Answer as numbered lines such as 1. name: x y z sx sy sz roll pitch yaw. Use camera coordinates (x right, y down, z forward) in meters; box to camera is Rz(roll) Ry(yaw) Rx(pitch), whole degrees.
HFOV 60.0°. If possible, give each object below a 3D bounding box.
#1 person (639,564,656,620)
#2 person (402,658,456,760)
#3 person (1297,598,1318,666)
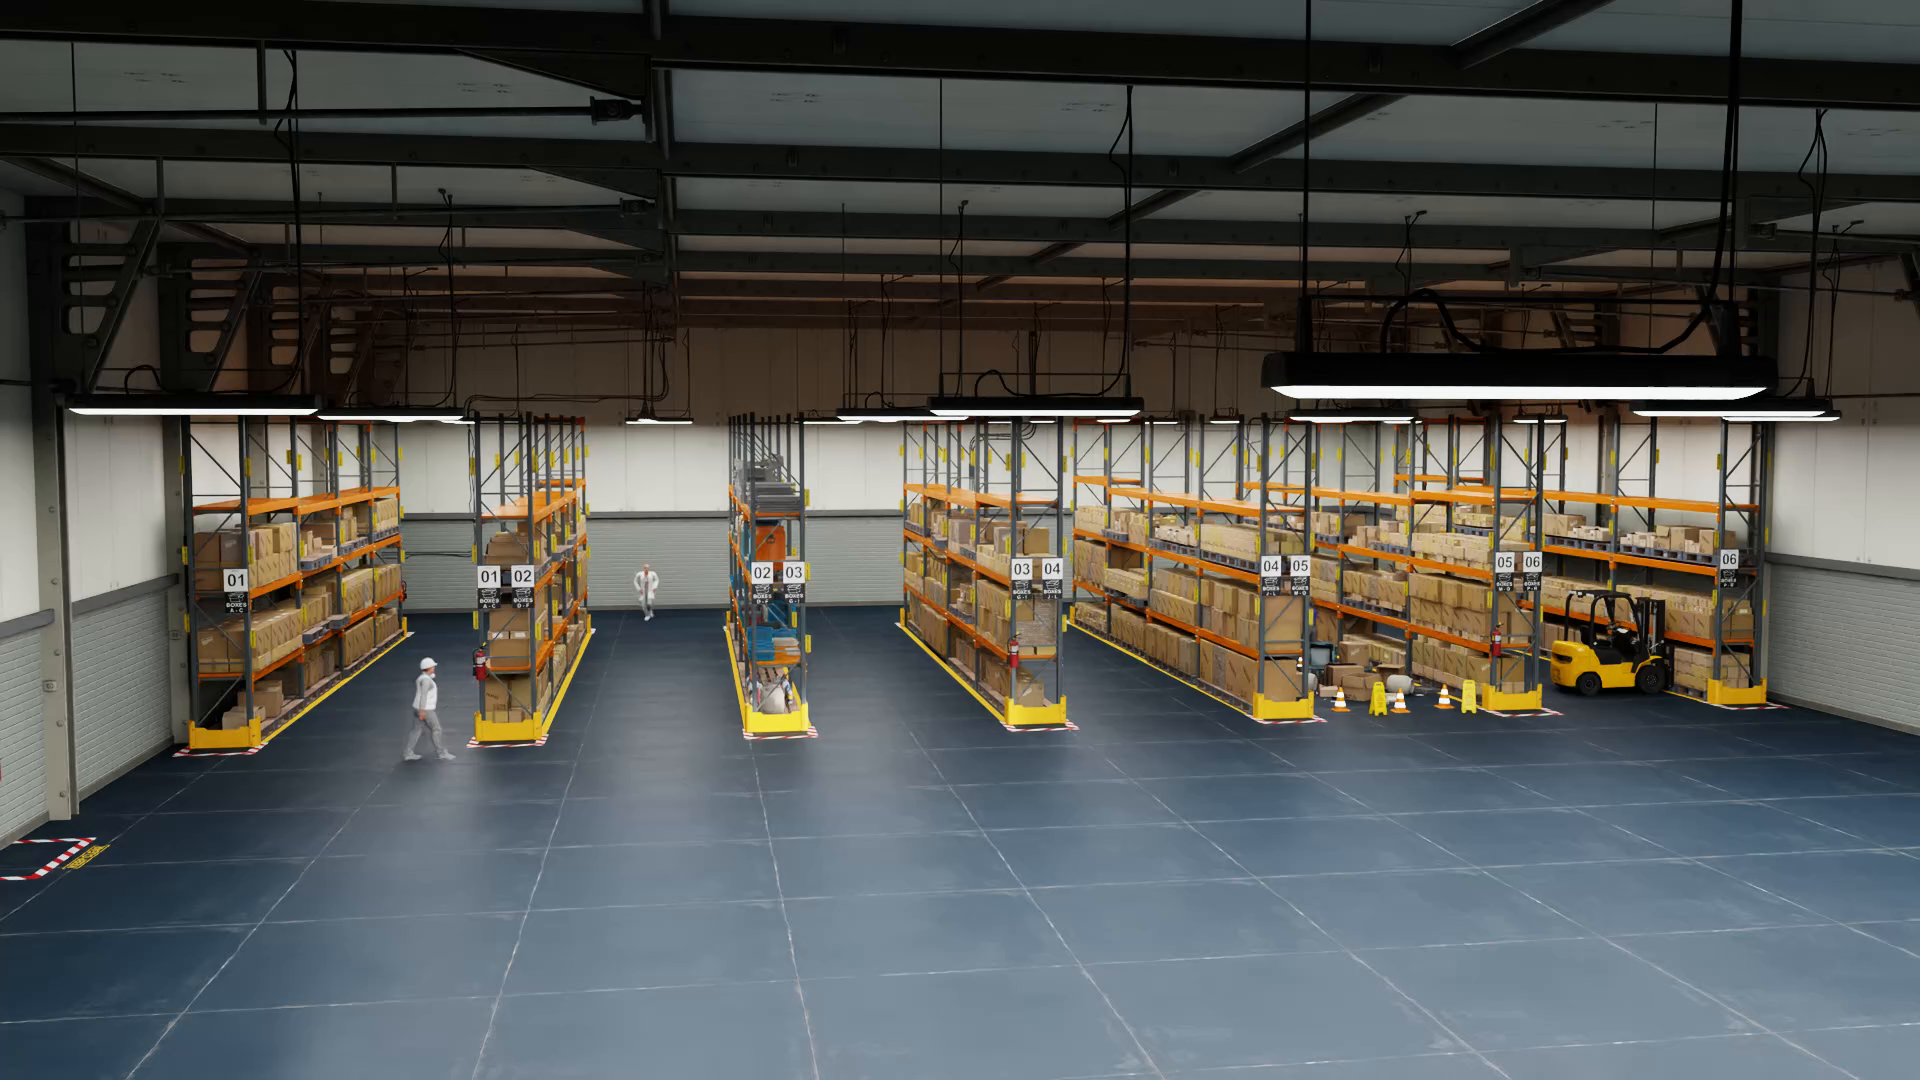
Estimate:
1. person: -9.286 1.543 49.265 0.670 1.683 0.660 0 4 -2
2. person: -9.161 2.902 28.571 0.850 1.755 0.574 -2 5 -32
3. person: 8.345 2.231 39.633 0.451 1.696 0.612 -1 4 -20
